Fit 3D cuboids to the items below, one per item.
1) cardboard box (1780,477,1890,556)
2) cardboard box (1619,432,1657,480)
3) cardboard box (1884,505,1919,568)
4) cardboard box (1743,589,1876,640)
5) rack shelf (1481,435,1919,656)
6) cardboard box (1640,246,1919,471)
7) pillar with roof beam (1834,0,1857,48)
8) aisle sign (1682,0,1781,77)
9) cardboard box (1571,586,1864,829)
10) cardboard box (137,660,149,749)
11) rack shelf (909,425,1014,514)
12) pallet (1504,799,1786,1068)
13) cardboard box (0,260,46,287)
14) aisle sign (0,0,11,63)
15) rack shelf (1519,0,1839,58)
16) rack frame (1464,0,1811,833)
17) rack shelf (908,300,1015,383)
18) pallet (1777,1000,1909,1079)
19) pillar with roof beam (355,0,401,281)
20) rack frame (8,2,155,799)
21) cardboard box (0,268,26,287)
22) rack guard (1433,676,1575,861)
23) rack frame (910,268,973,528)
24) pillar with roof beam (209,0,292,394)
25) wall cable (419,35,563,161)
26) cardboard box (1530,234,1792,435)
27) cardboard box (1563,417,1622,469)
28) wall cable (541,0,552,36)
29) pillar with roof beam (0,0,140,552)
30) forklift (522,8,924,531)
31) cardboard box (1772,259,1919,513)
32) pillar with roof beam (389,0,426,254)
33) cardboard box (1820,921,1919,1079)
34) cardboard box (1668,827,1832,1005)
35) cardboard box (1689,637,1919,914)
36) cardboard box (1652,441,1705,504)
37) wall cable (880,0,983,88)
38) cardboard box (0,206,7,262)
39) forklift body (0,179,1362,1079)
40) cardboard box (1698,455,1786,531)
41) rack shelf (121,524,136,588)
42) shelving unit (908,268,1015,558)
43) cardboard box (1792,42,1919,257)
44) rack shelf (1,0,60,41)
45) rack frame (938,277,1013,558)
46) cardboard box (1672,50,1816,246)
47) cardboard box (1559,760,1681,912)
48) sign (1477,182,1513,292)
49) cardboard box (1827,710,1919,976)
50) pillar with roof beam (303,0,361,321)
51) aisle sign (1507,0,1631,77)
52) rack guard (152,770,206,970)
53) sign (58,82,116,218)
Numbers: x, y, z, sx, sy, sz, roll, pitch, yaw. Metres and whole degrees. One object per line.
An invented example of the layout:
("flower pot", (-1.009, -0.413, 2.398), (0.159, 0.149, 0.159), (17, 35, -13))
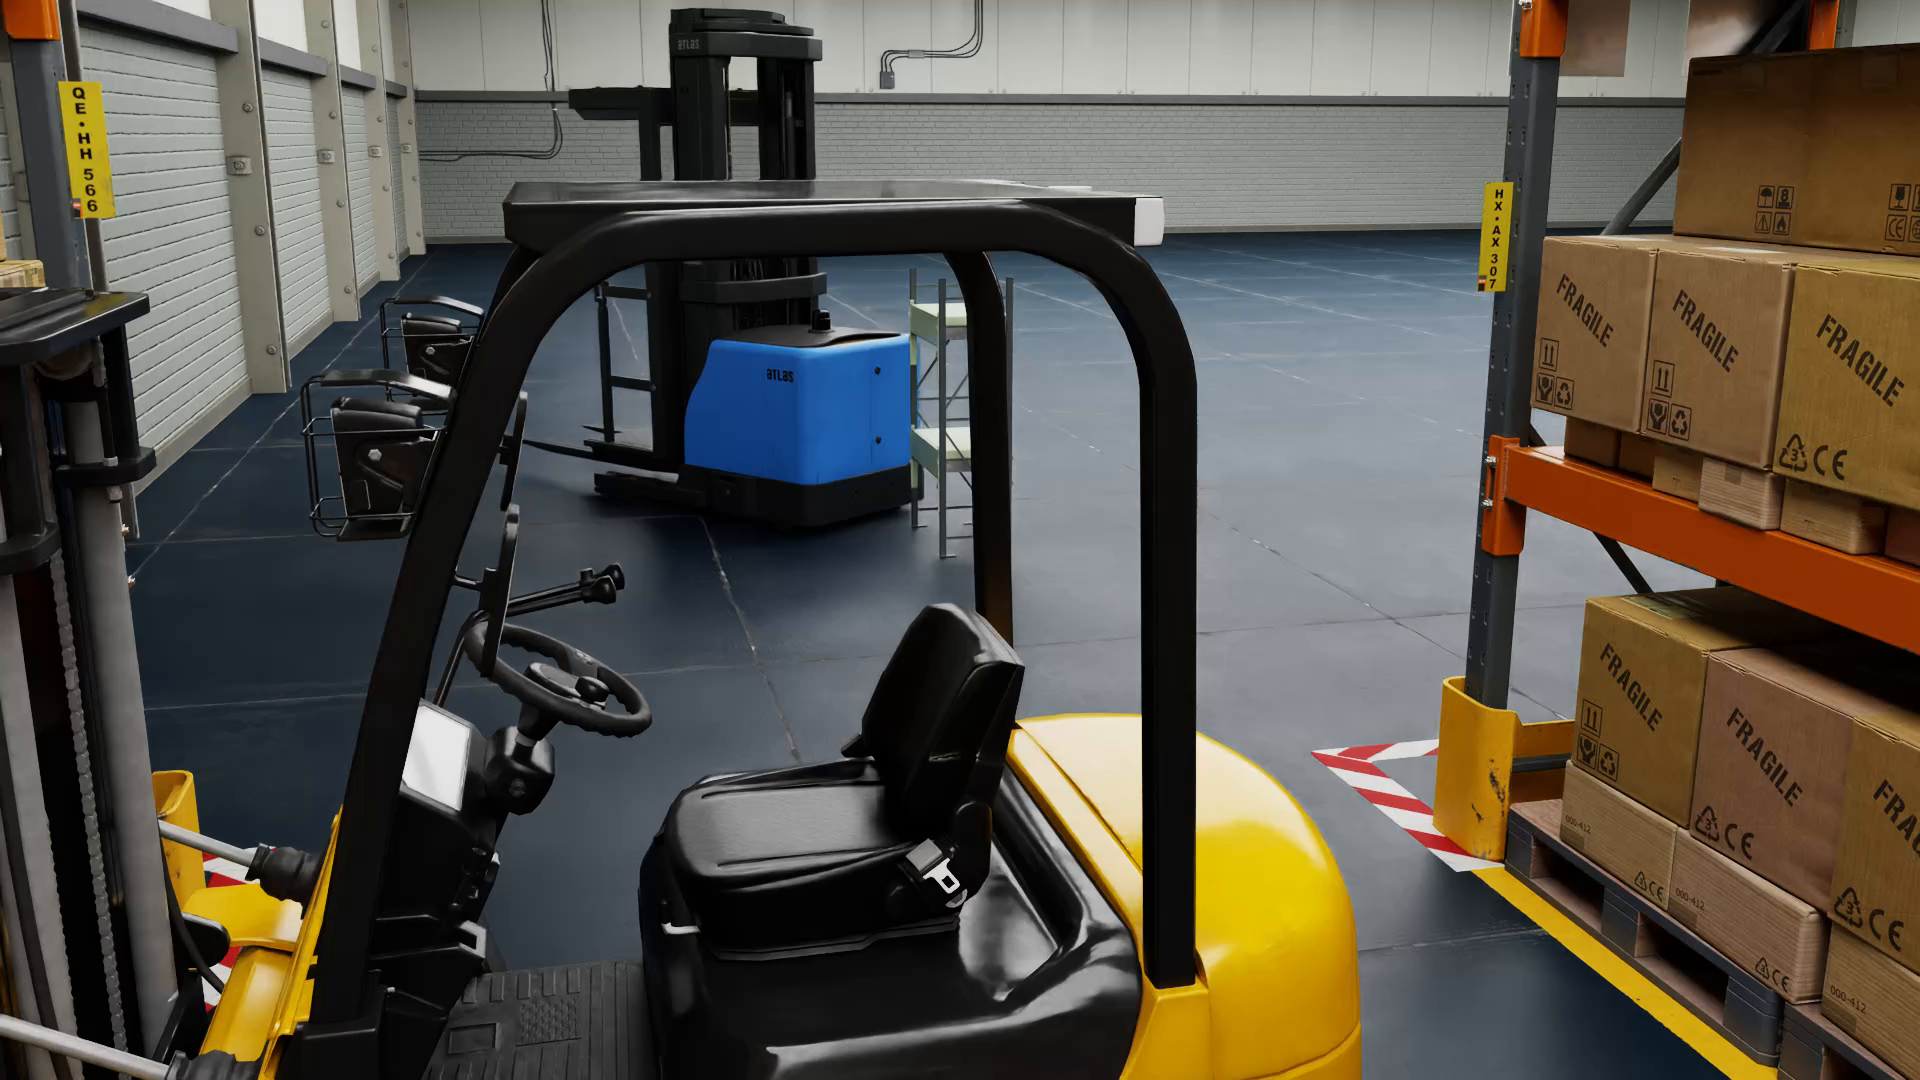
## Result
("cardboard box", (2.196, -0.073, 3.936), (0.380, 0.149, 0.250), (-3, 14, -12))
("cardboard box", (2.104, -0.258, 4.691), (0.380, 0.149, 0.250), (-3, 14, -12))
("cardboard box", (2.316, -0.016, 3.700), (0.380, 0.149, 0.250), (-3, 14, -11))
("cardboard box", (2.594, 0.411, 4.755), (0.500, 0.500, 0.500), (-3, 14, -13))
("rack shelf", (2.622, 0.284, 3.462), (1.077, 0.370, 4.000), (-3, 14, -13))
("cardboard box", (2.118, -0.476, 4.219), (0.500, 0.500, 0.500), (-3, 14, -11))
("pillar with roof beam", (16.004, -11.390, 37.086), (9.100, 9.000, 0.400), (-3, 14, -13))
("aisle sign", (2.419, -1.821, 5.081), (0.394, 0.787, 0.004), (-3, 14, -13))
("cardboard box", (2.079, 0.447, 4.605), (0.500, 0.500, 0.500), (-4, 14, -15))
("cardboard box", (-2.261, 0.485, 3.923), (0.500, 0.250, 0.500), (-3, 14, -11))
("rack shelf", (-0.002, -0.413, 9.333), (0.431, 0.370, 0.720), (-3, 14, -13))
("pallet", (2.326, 1.034, 4.749), (1.003, 0.211, 1.213), (-3, 14, -13))
("cardboard box", (-2.318, -0.549, 3.776), (0.380, 0.149, 0.250), (-3, 14, -12))
("aisle sign", (-2.402, -1.544, 3.949), (0.394, 0.787, 0.004), (-3, 14, -13))
("rack shelf", (2.622, -1.174, 3.106), (1.077, 0.370, 4.000), (-3, 14, -13))
("rack frame", (2.152, -0.527, 5.265), (1.000, 3.000, 0.127), (-3, 14, -13))
("rack shelf", (-0.002, -1.109, 9.163), (0.431, 0.370, 0.720), (-3, 14, -13))
("pallet", (2.609, 1.315, 3.599), (1.003, 0.211, 1.213), (-3, 14, -13))
("pillar with roof beam", (-4.836, -8.730, 26.198), (9.100, 9.000, 0.400), (-3, 14, -13))
("rack frame", (-2.672, -0.250, 4.129), (1.000, 3.000, 0.127), (-3, 14, -13))
("cardboard box", (-2.229, -0.492, 3.542), (0.380, 0.149, 0.250), (-3, 14, -12))
("rack guard", (2.170, 0.705, 5.490), (1.175, 0.500, 0.348), (-3, 14, -13))
("rack frame", (-0.088, -0.815, 9.601), (0.400, 1.500, 0.023), (-3, 14, -13))
("pillar with roof beam", (-2.018, -5.961, 14.867), (9.100, 9.000, 0.400), (-3, 14, -13))
("wall cable", (-9.837, -9.119, 34.333), (3.097, 2.526, 0.112), (-3, 14, -13))
("cardboard box", (1.994, -0.596, 4.707), (0.500, 0.500, 0.500), (-4, 14, -14))
("cardboard box", (2.031, -0.315, 4.927), (0.380, 0.149, 0.250), (-3, 14, -13))
("wall cable", (-7.207, -11.723, 34.351), (3.097, 2.526, 0.112), (-3, 14, -13))
("pillar with roof beam", (-0.609, -4.577, 9.201), (9.100, 9.000, 0.400), (-3, 14, -13))
("forklift", (-1.681, -1.741, 10.377), (3.031, 2.935, 1.130), (11, 17, 38))
("cardboard box", (2.239, -0.359, 3.738), (0.500, 0.500, 0.500), (-4, 14, -14))
("pillar with roof beam", (-6.246, -10.114, 31.864), (9.100, 9.000, 0.400), (-3, 14, -13))
("cardboard box", (2.326, 1.049, 3.720), (0.500, 0.250, 0.500), (-2, 14, -9))
("cardboard box", (2.185, 0.924, 4.233), (0.500, 0.250, 0.500), (-3, 14, -11))
("cardboard box", (2.206, 0.568, 4.112), (0.500, 0.500, 0.500), (-4, 14, -15))
("cardboard box", (2.087, -0.192, 4.422), (0.380, 0.149, 0.250), (-4, 14, -15))
("wall cable", (-0.605, -12.805, 35.712), (2.305, 6.003, 0.169), (-3, 14, -13))
("cardboard box", (-2.383, -0.687, 3.714), (0.380, 0.149, 0.250), (-3, 14, -13))
("forklift body", (-0.453, 0.498, 2.855), (2.313, 2.155, 1.214), (-3, 14, -13))
("cardboard box", (2.102, -0.131, 4.172), (0.380, 0.149, 0.250), (-3, 14, -12))
("rack shelf", (-2.202, 0.561, 2.326), (1.077, 0.370, 4.000), (-3, 14, -13))
("shelving unit", (-0.002, -0.730, 9.255), (0.431, 1.500, 0.755), (-3, 14, -13))
("cardboard box", (2.596, -0.983, 4.187), (0.700, 0.500, 0.500), (-3, 14, -13))
("rack shelf", (-2.202, -0.896, 1.970), (1.077, 0.370, 4.000), (-3, 14, -13))
("rack frame", (0.084, -0.646, 8.910), (0.400, 1.500, 0.023), (-3, 14, -13))
("cardboard box", (2.484, -1.100, 4.666), (0.700, 0.500, 0.500), (-4, 14, -15))
("cardboard box", (2.073, 0.806, 4.716), (0.500, 0.250, 0.500), (-3, 14, -14))
("sign", (1.625, -0.917, 5.038), (0.100, 0.325, 0.005), (-3, 14, -13))
("cardboard box", (2.316, 0.684, 3.637), (0.500, 0.500, 0.500), (-3, 14, -12))
("pillar with roof beam", (-3.427, -7.346, 20.532), (9.100, 9.000, 0.400), (-3, 14, -13))
("aisle sign", (1.836, -1.787, 4.944), (0.394, 0.787, 0.004), (-3, 14, -13))
("rack guard", (-2.678, 0.959, 4.448), (1.175, 0.500, 0.348), (-3, 14, -13))
("sign", (-2.141, -0.954, 4.074), (0.100, 0.325, 0.005), (-3, 14, -13))
